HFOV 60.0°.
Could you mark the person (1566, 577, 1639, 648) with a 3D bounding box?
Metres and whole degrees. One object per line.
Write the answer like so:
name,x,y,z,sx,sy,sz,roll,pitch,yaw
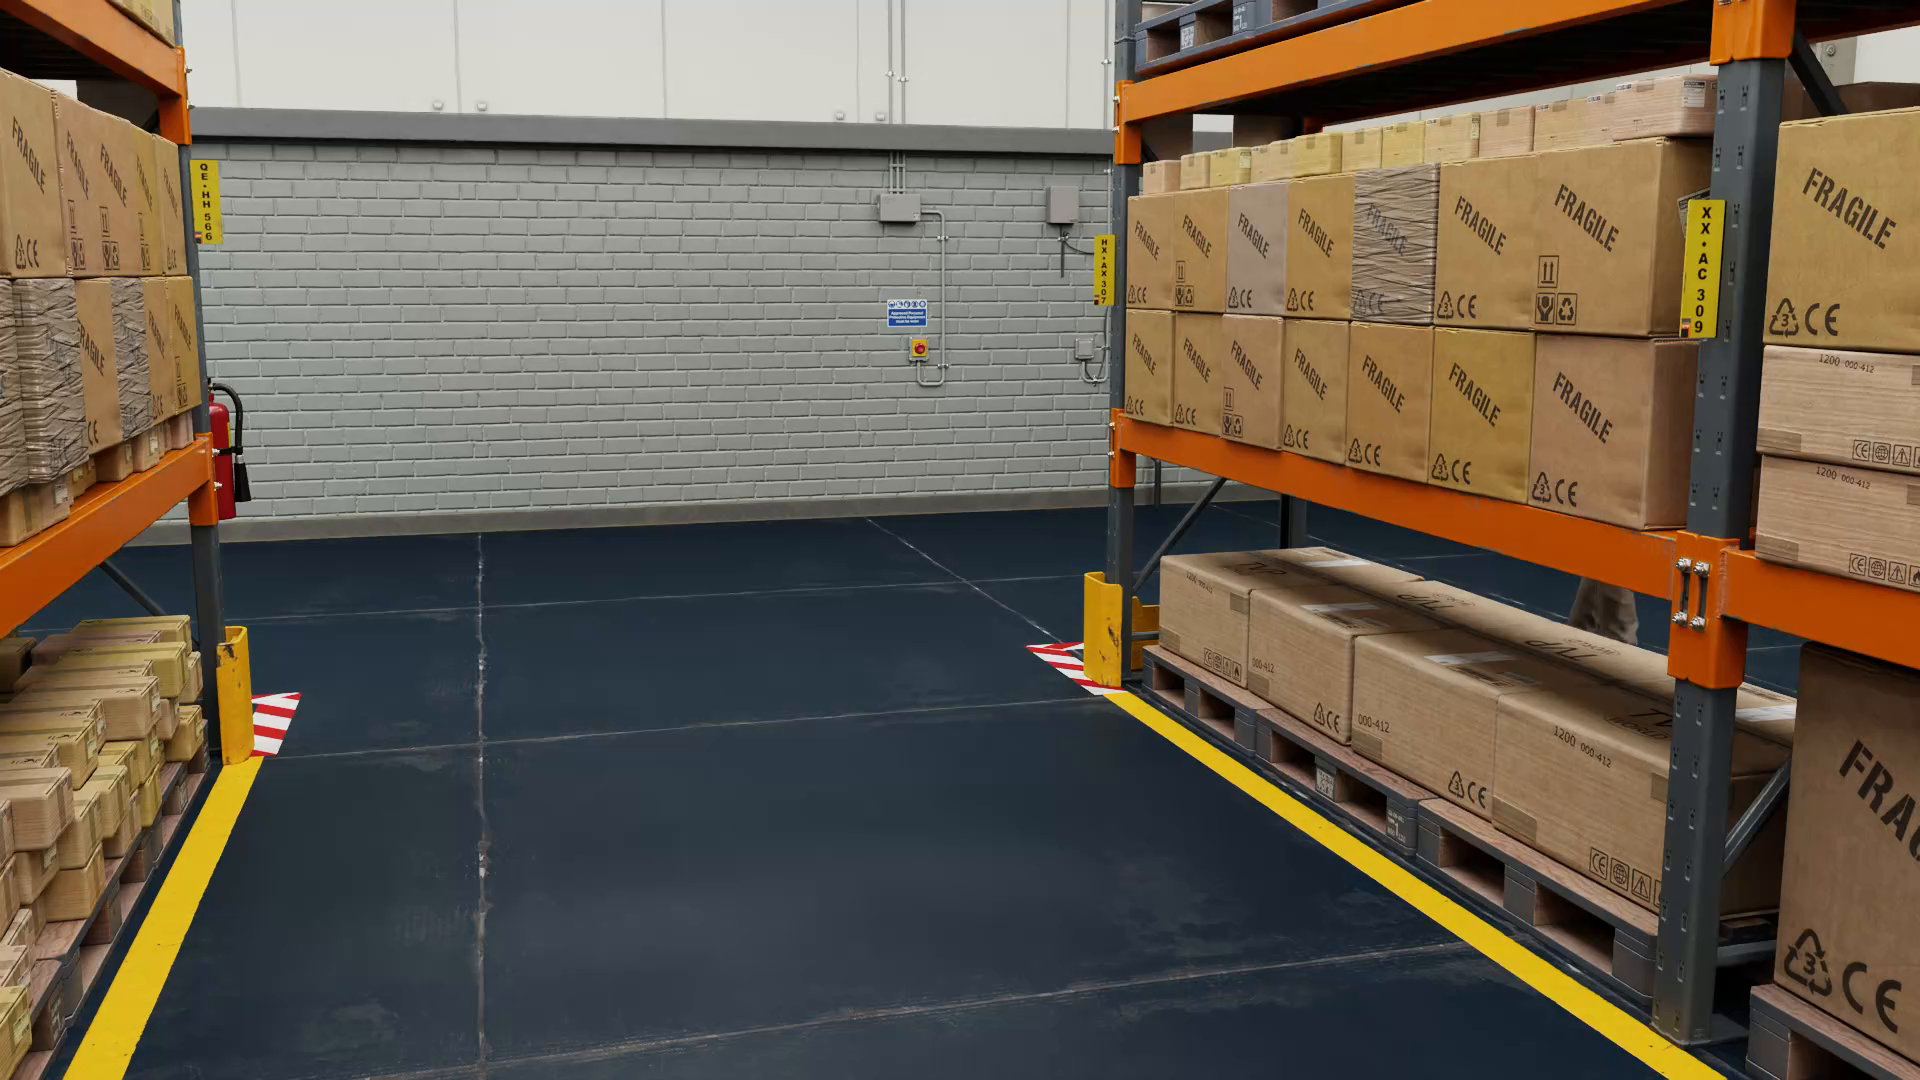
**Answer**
person,3.195,-0.163,7.937,0.604,1.734,0.779,-5,11,-31
